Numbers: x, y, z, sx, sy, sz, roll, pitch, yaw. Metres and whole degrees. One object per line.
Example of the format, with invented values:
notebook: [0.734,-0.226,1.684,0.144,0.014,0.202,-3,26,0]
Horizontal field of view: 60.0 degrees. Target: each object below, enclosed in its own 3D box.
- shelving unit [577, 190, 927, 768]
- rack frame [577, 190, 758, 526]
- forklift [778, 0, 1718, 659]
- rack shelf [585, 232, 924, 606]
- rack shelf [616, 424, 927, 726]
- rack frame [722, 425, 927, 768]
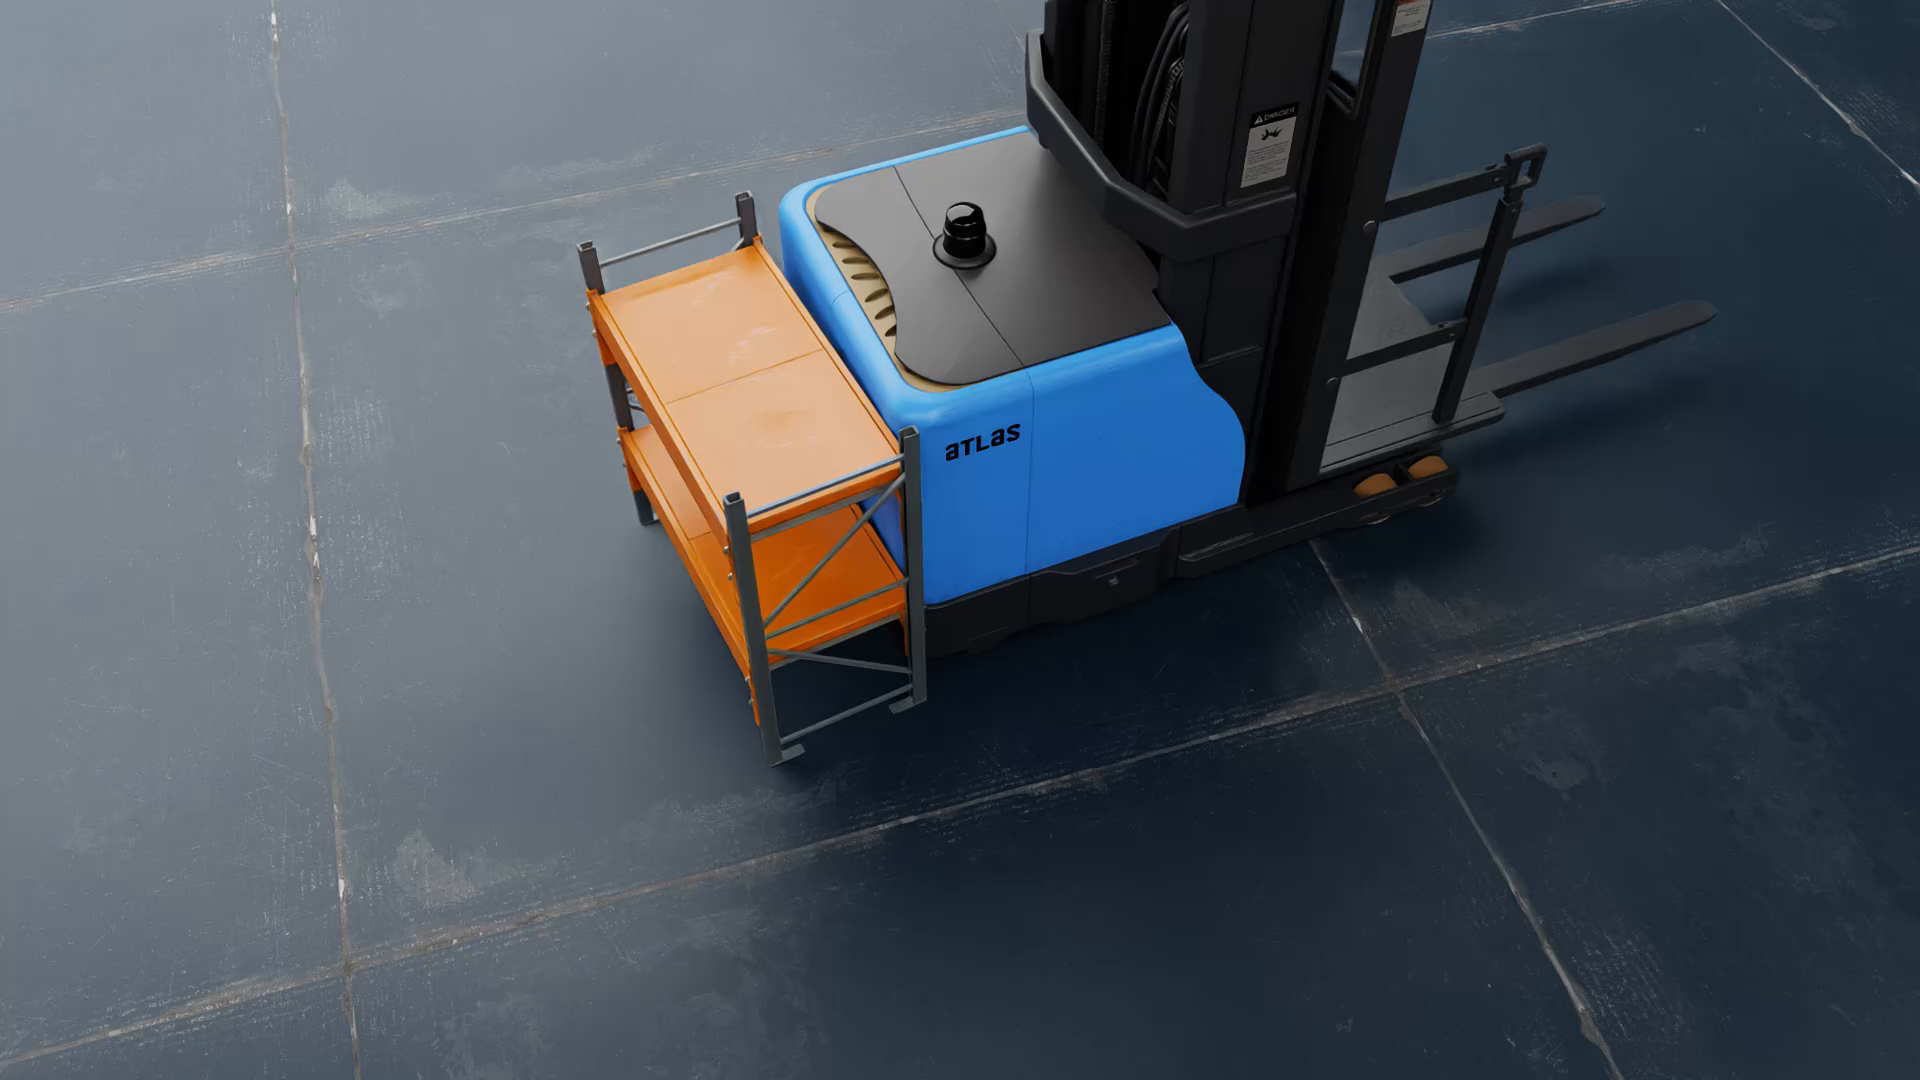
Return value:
shelving unit: [-0.561,-0.161,4.650,0.538,1.125,1.048,-22,53,-17]
rack frame: [-0.797,-0.505,4.940,0.500,1.125,0.032,-22,53,-17]
forklift: [1.038,-1.349,4.471,3.031,2.935,1.130,-18,52,-15]
rack shelf: [-0.561,-0.350,4.426,0.538,0.278,1.000,-22,53,-17]
rack shelf: [-0.561,-0.003,4.837,0.538,0.278,1.000,-22,53,-17]
rack frame: [-0.325,0.183,4.360,0.500,1.125,0.032,-22,53,-17]
